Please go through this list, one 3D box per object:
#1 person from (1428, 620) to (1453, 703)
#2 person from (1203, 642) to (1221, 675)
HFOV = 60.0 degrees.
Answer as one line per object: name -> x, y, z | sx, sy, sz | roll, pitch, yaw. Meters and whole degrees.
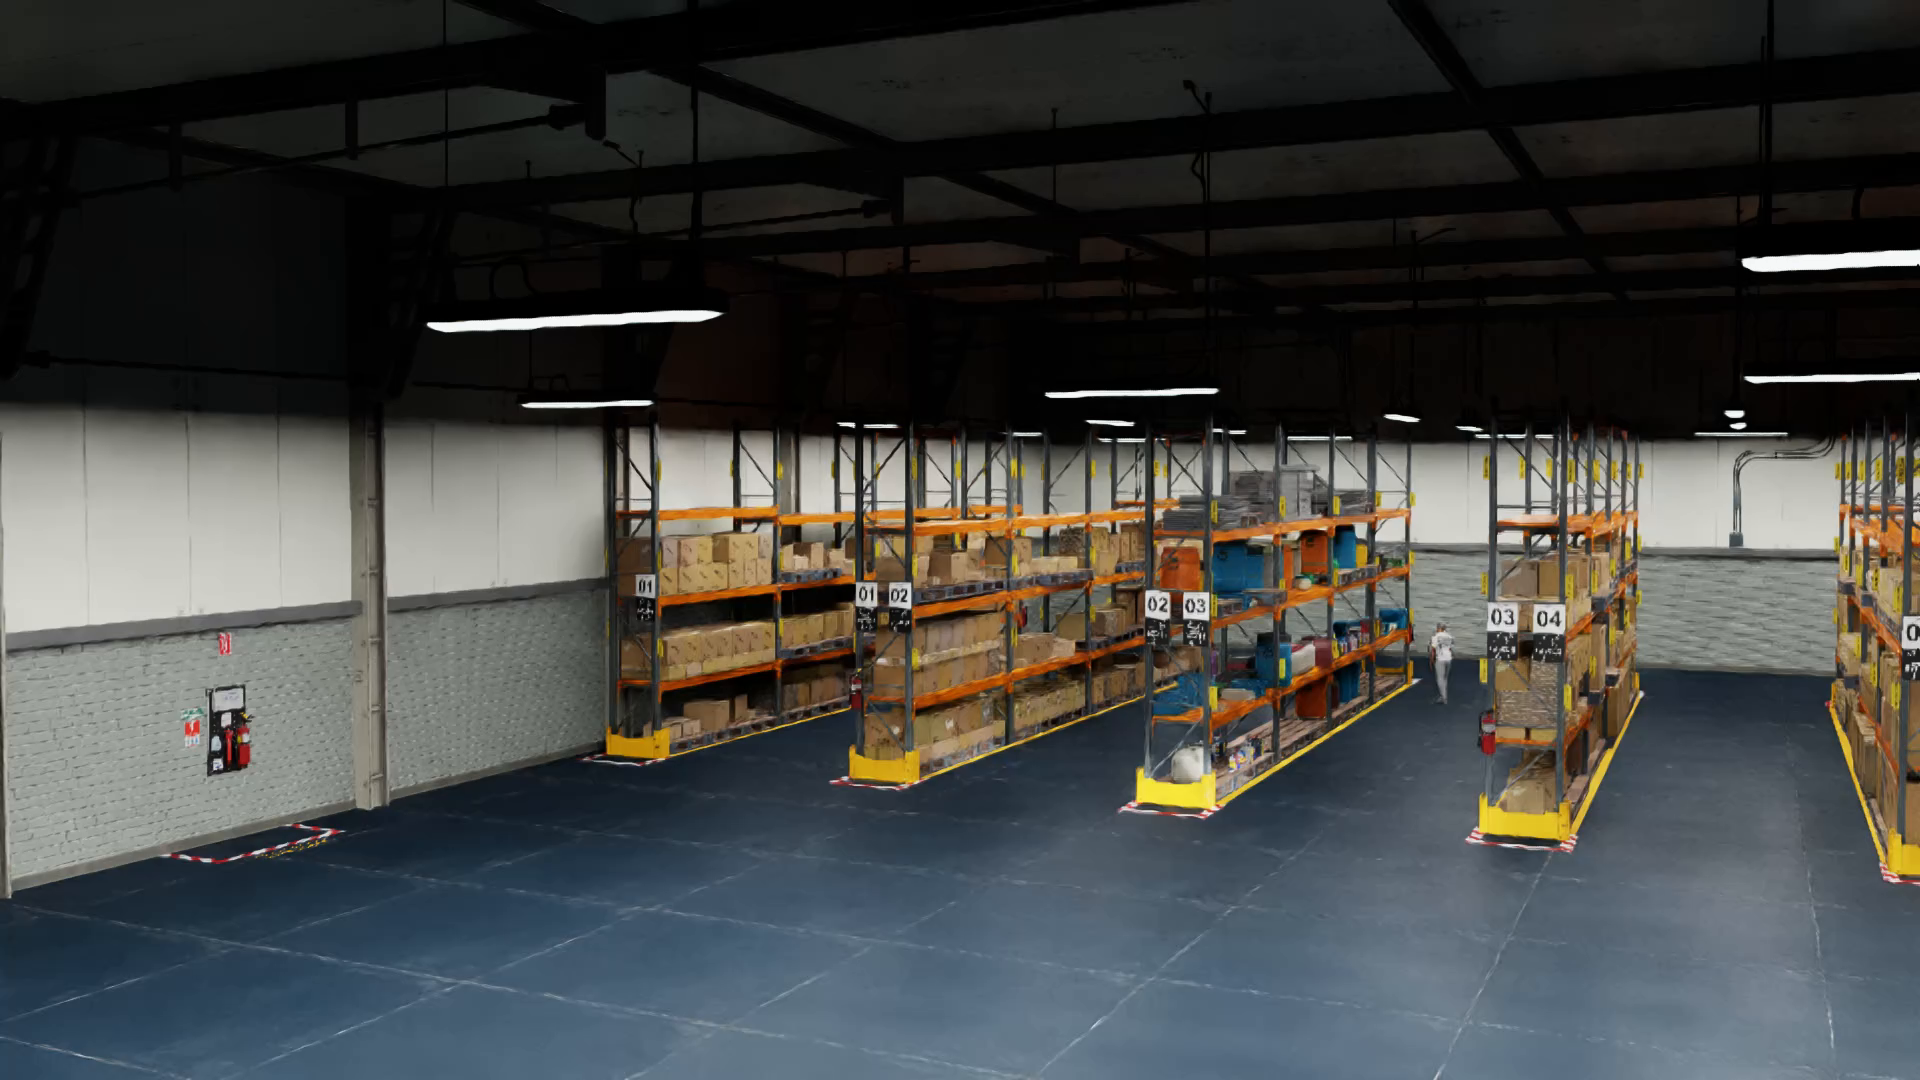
person -> 10.329, 2.608, 35.793 | 0.655, 1.746, 0.580 | -2, 3, -35
person -> 5.176, 2.796, 34.132 | 0.416, 1.525, 1.034 | 1, 3, 24
